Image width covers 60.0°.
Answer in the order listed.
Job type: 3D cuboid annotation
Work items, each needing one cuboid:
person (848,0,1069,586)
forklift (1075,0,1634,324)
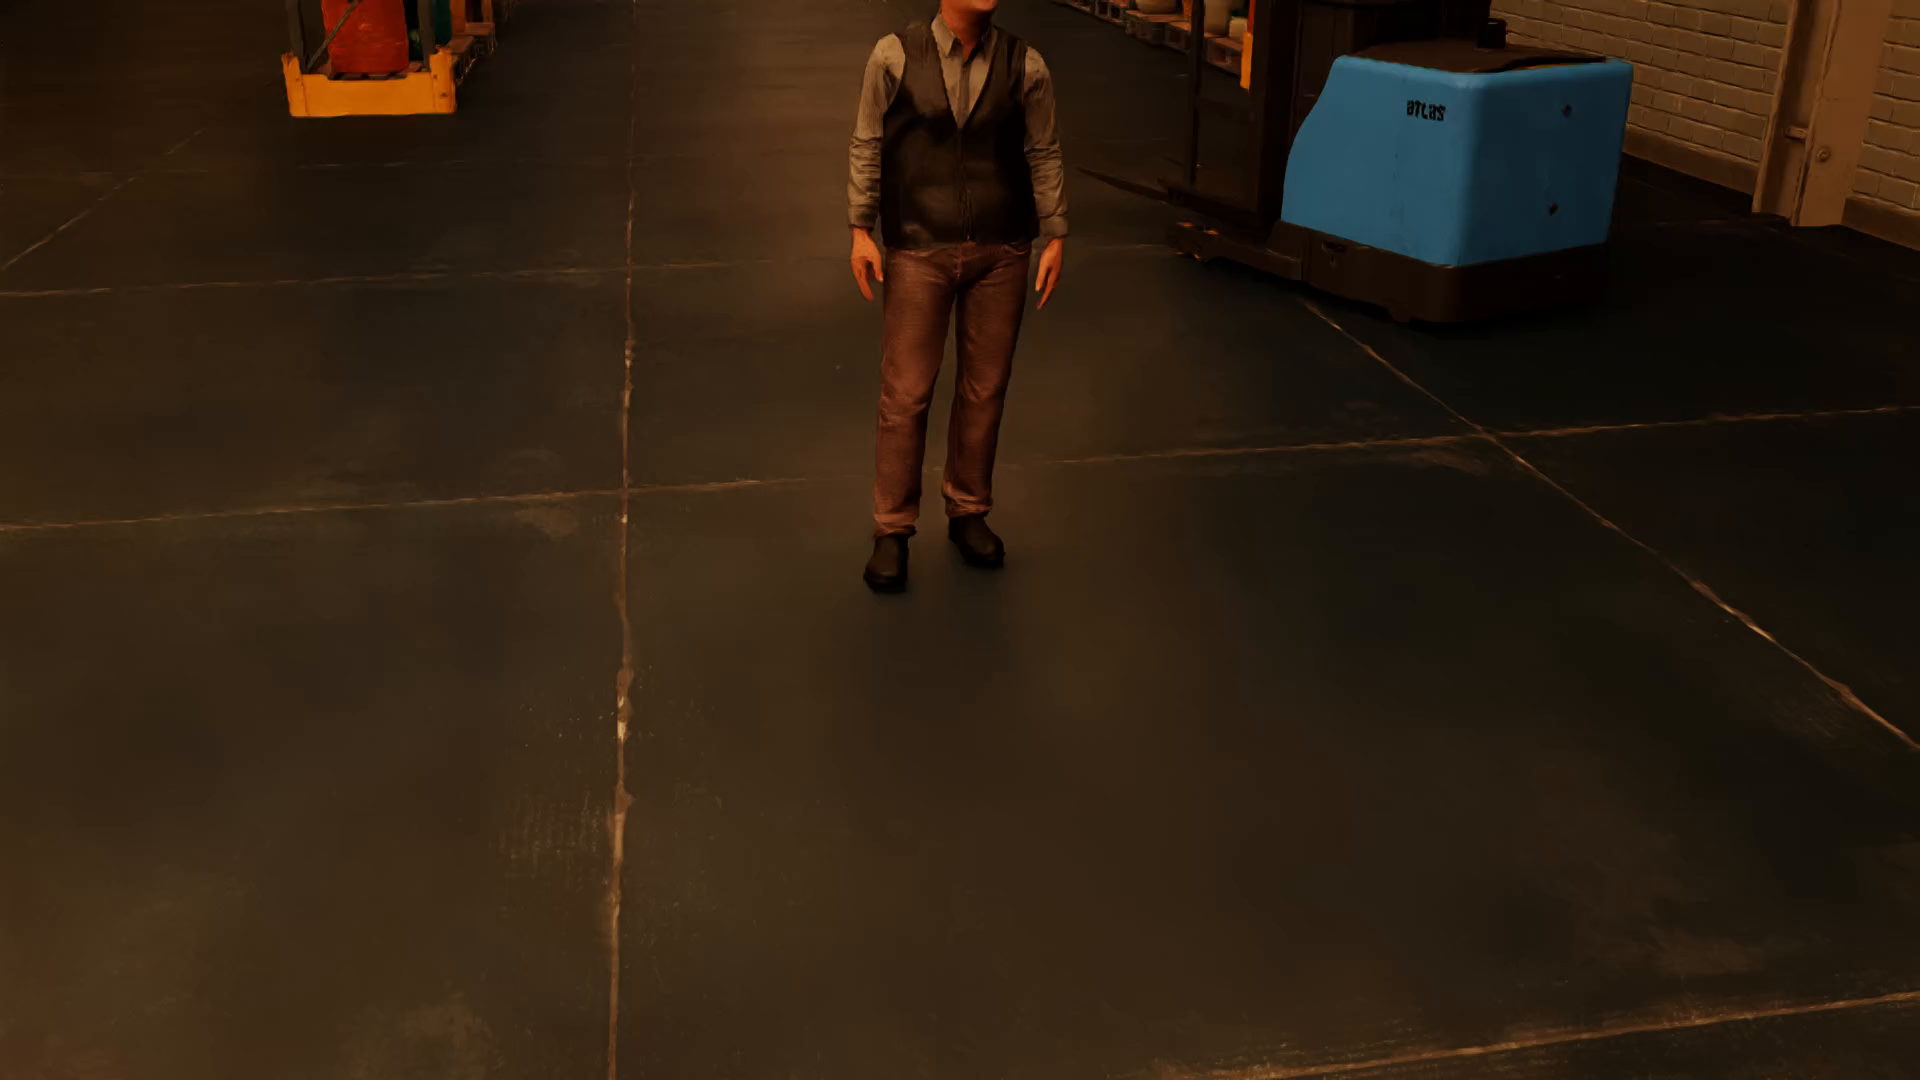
[{"bbox_3d":[0.003,-0.772,4.625,0.632,1.720,0.567,-4,24,-9],"label":"person"},{"bbox_3d":[1.693,-2.791,7.799,1.130,2.935,3.031,-13,26,-27],"label":"forklift"}]
